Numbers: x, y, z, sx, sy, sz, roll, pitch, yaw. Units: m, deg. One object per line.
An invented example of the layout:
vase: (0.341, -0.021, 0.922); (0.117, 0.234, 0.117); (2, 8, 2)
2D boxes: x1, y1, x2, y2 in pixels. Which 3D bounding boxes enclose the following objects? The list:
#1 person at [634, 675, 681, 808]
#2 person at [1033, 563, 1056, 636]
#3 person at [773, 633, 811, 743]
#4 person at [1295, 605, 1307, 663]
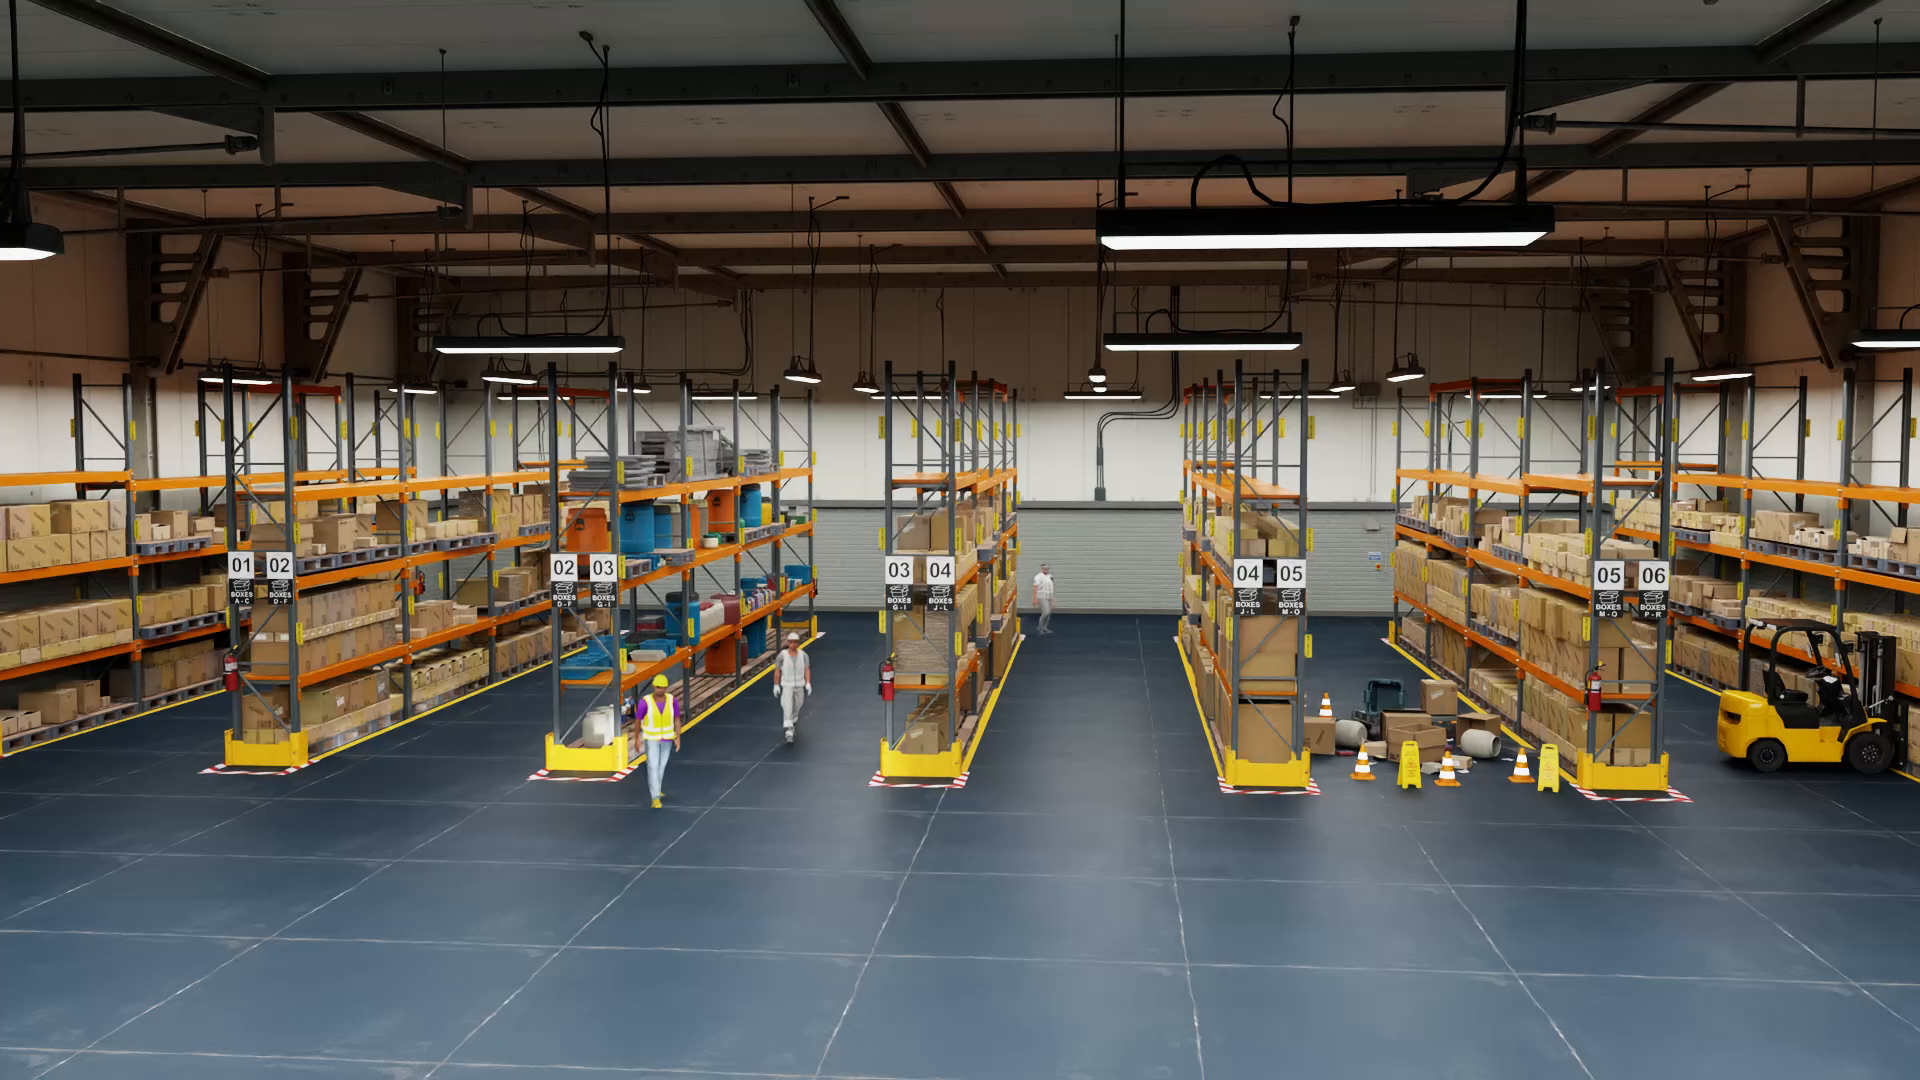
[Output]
person: (-4.012, 2.652, 22.234); (0.591, 1.709, 0.997); (-2, 4, -31)
person: (2.093, 1.452, 40.736); (0.453, 1.803, 0.589); (3, 5, 37)
person: (-2.653, 2.352, 26.617); (0.559, 1.731, 1.040); (-2, 4, -24)
person: (7.238, 1.791, 35.932); (0.567, 1.748, 0.389); (-1, 4, -19)
